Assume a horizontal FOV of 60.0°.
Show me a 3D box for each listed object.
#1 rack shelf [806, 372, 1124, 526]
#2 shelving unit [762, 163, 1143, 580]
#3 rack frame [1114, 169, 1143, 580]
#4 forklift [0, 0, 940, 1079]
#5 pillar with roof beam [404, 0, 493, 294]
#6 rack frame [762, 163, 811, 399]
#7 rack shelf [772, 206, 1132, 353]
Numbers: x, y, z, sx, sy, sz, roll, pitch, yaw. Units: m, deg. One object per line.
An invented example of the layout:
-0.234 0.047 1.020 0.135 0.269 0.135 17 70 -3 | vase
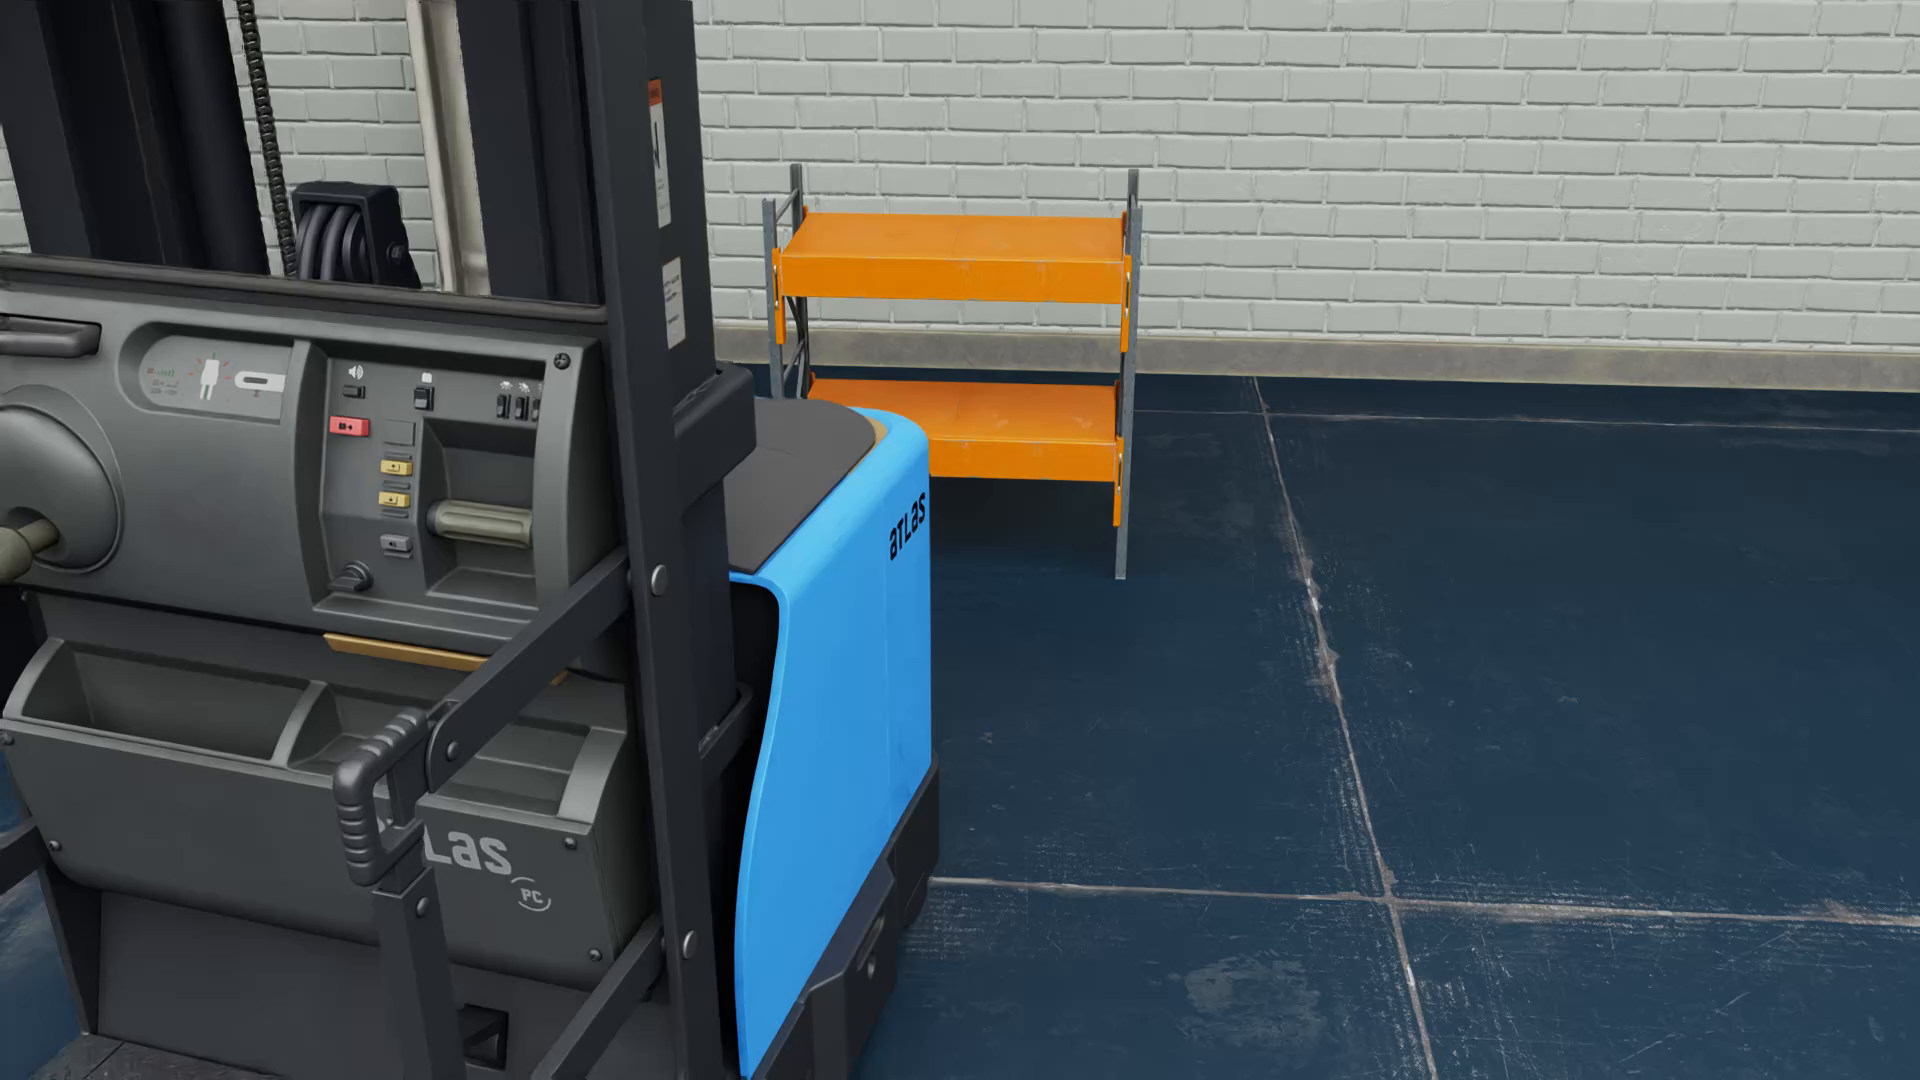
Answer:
-0.007 -0.289 5.118 1.000 0.278 0.538 2 25 4 | rack shelf
-0.007 -0.511 5.015 1.048 1.125 0.538 2 25 4 | shelving unit
0.500 -0.495 4.980 0.032 1.125 0.500 2 25 4 | rack frame
-0.953 -0.070 1.897 1.130 2.935 3.031 7 26 15 | forklift
-2.144 -2.998 1.000 0.400 9.000 9.100 2 25 4 | pillar with roof beam
-0.514 -0.527 5.051 0.032 1.125 0.500 2 25 4 | rack frame
-0.007 -0.777 4.893 1.000 0.278 0.538 2 25 4 | rack shelf
